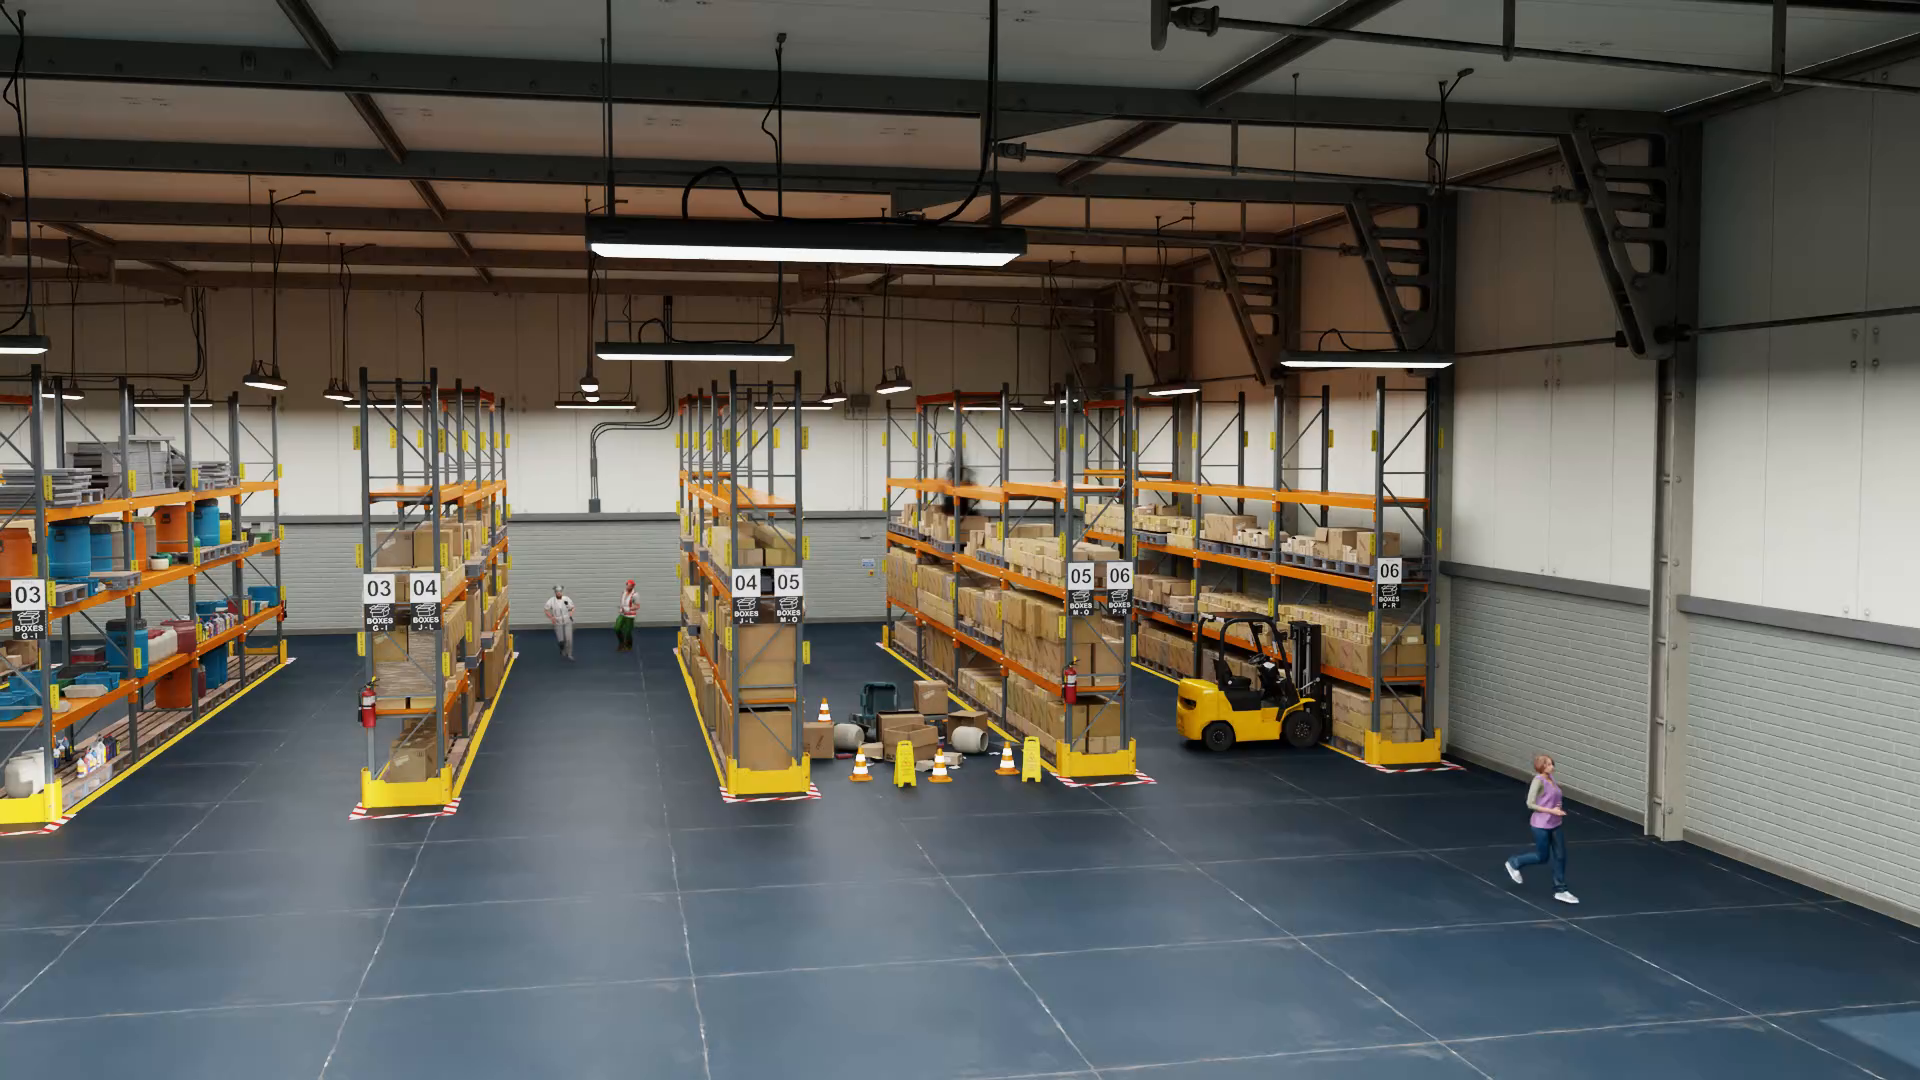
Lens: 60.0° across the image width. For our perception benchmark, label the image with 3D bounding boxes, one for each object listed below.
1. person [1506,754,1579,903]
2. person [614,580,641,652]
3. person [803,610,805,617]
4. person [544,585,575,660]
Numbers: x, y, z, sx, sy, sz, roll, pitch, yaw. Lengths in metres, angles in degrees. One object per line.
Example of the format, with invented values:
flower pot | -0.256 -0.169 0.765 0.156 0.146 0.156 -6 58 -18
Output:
person | 6.378 3.163 18.149 0.541 1.476 0.843 -3 4 -39
person | -7.830 1.790 39.272 0.700 1.732 0.641 1 4 23
person | -3.824 1.931 37.819 0.582 1.678 0.594 -1 4 -16
person | -9.117 1.885 37.991 0.678 1.713 0.635 -1 4 -23
